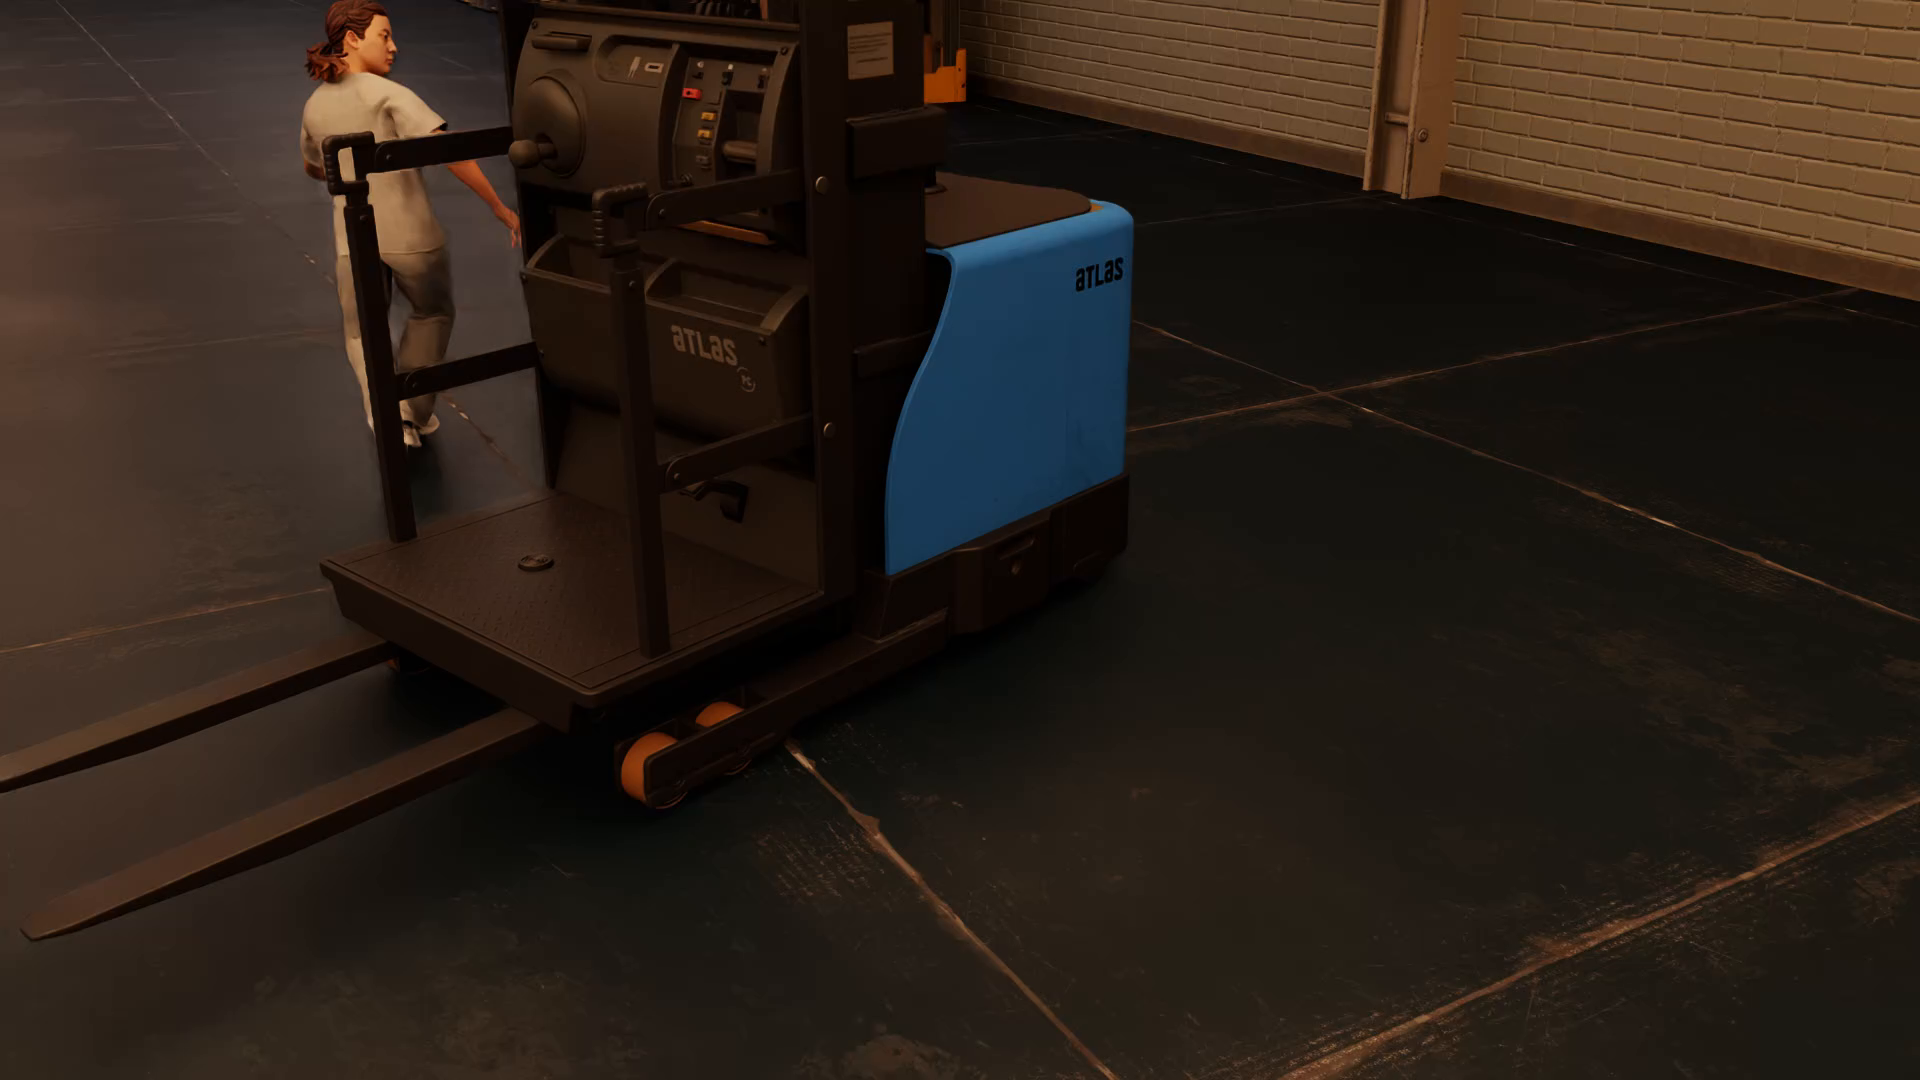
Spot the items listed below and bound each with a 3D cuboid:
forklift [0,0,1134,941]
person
[{"bbox_3d":[-0.856,-0.977,3.653,1.130,2.935,3.031,18,29,37],"label":"forklift"},{"bbox_3d":[-1.844,-1.041,5.660,0.774,1.542,0.806,0,22,1],"label":"person"}]
